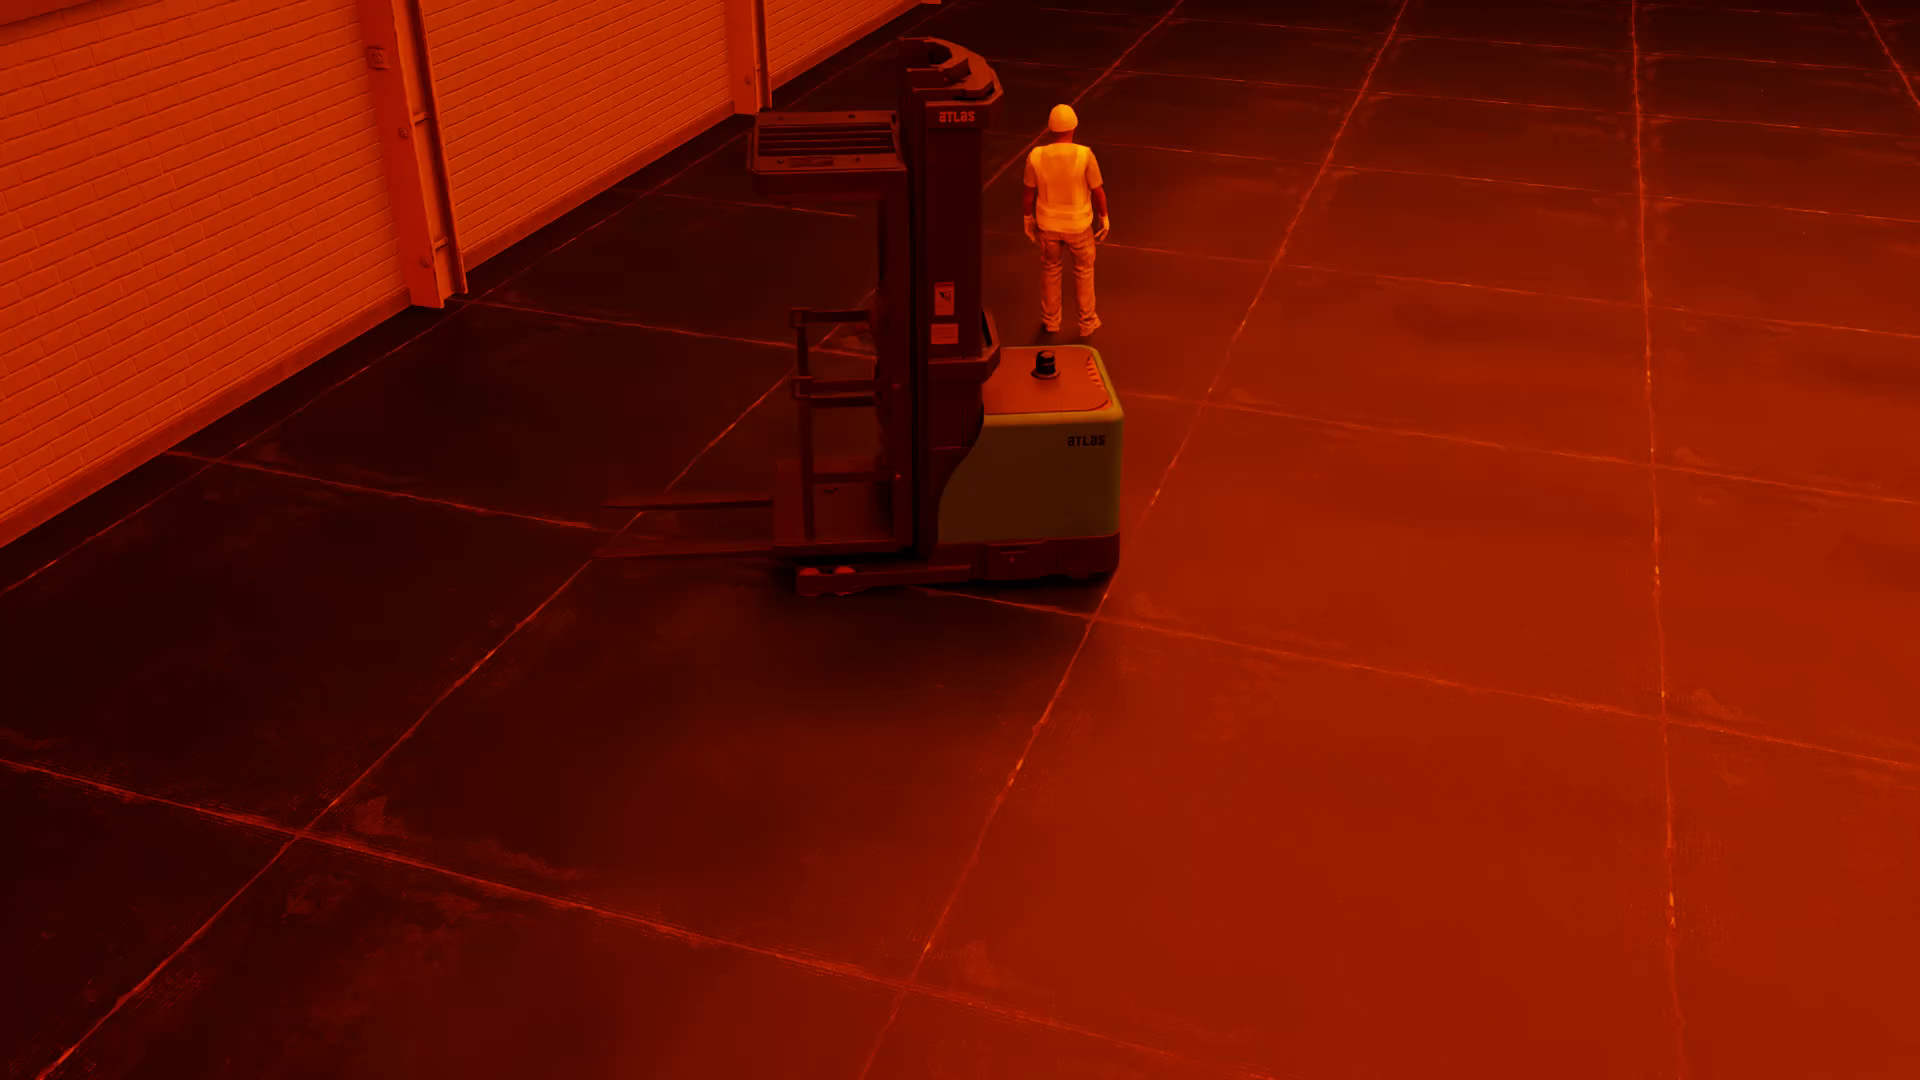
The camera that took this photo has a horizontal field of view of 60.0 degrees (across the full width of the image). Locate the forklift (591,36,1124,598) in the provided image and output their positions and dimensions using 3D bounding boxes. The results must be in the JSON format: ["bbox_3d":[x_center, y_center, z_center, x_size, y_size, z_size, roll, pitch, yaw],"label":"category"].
[{"bbox_3d":[-0.625,-1.218,9.274,3.031,2.935,1.130,-3,30,-5],"label":"forklift"}]

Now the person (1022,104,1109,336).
[{"bbox_3d":[0.804,-2.402,12.515,0.650,1.795,0.503,8,31,13],"label":"person"}]
